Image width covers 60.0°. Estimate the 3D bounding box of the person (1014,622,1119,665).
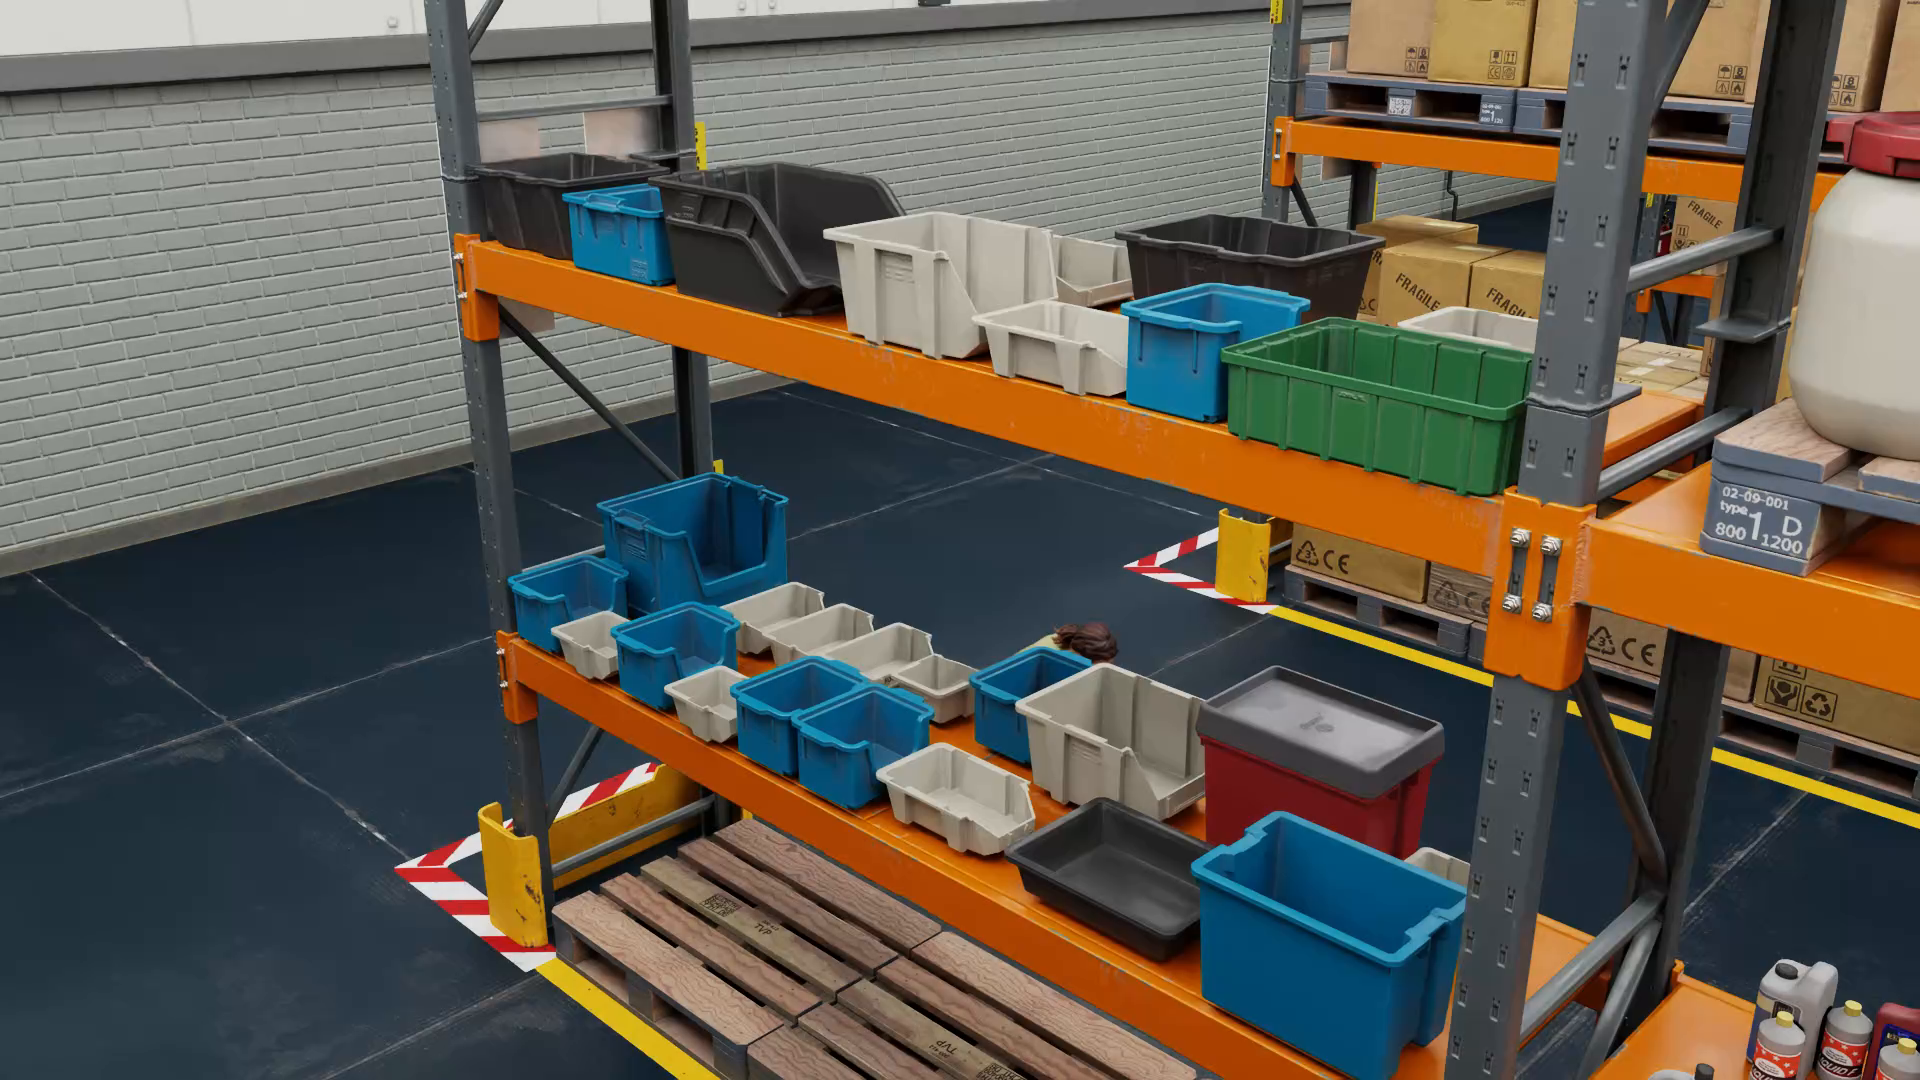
[{"bbox_3d":[0.417,0.769,7.604,0.785,0.936,0.476,19,28,41],"label":"person"}]
